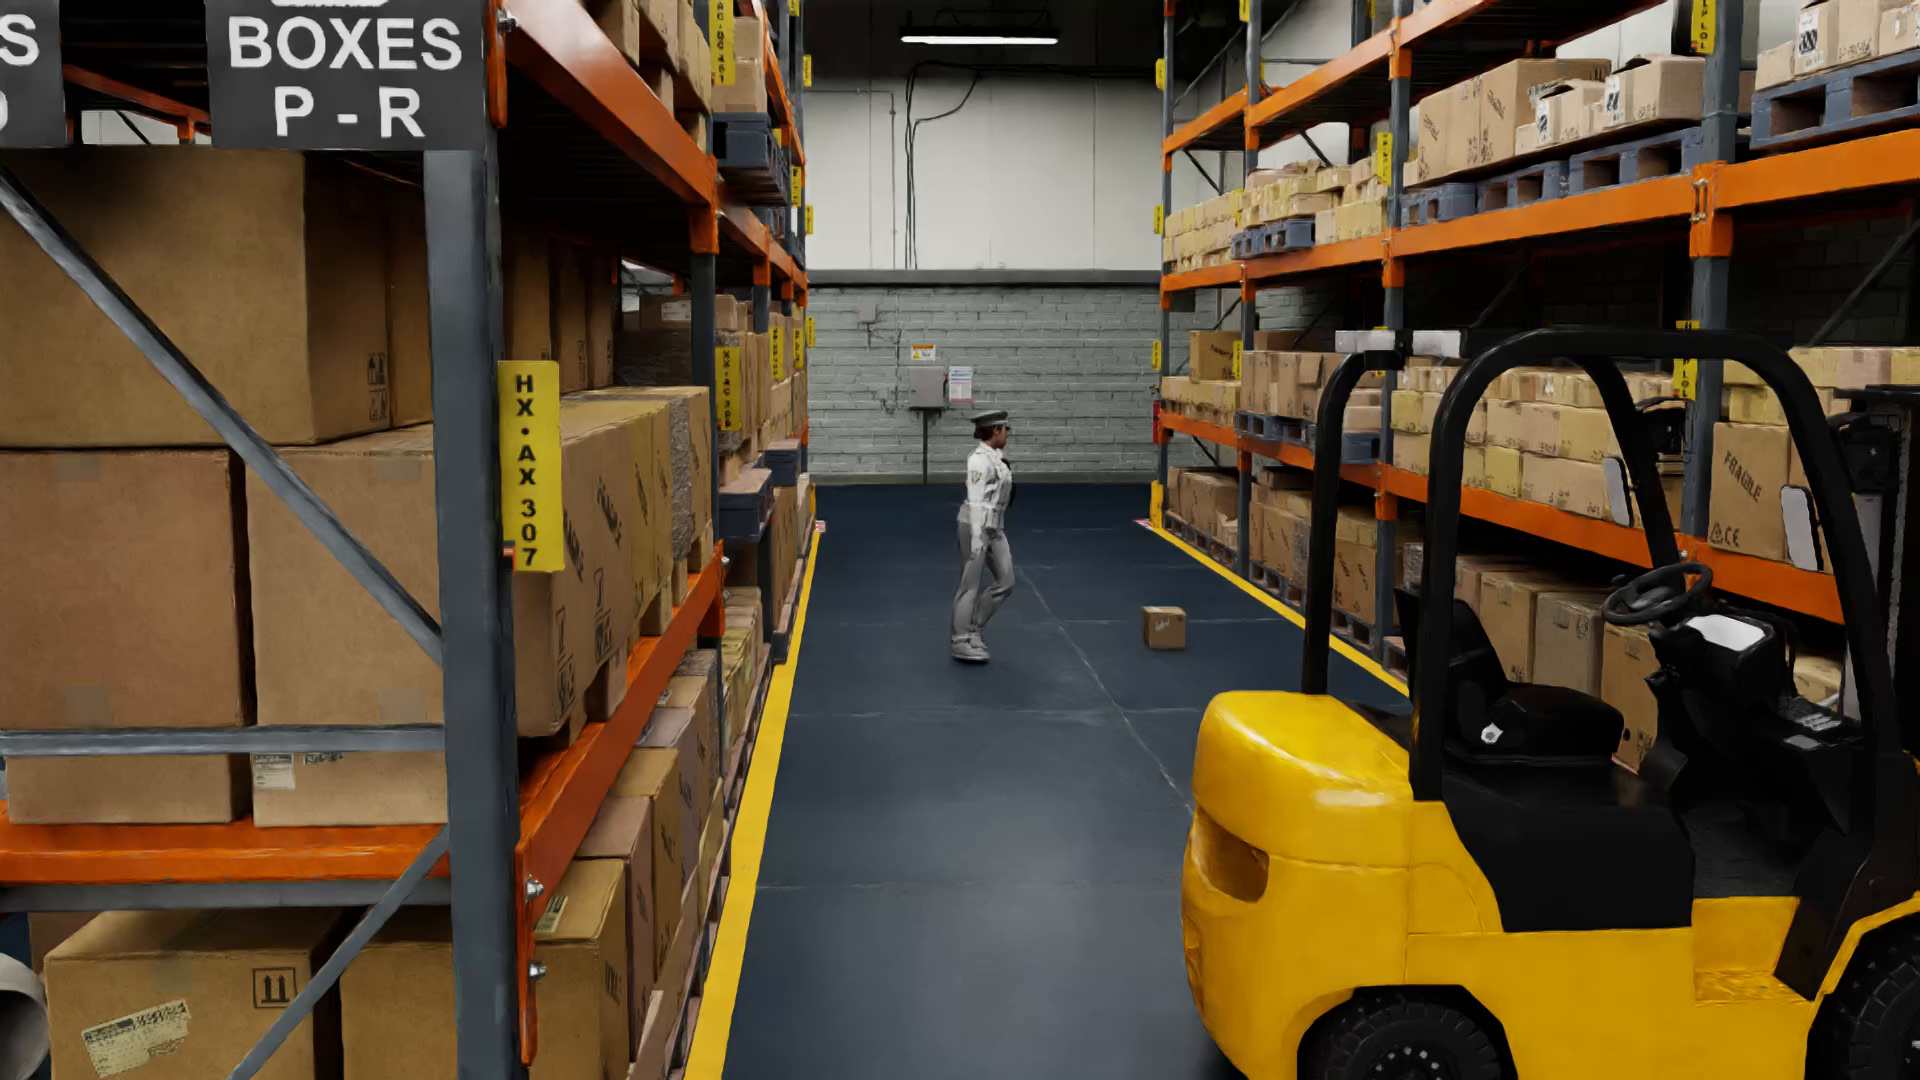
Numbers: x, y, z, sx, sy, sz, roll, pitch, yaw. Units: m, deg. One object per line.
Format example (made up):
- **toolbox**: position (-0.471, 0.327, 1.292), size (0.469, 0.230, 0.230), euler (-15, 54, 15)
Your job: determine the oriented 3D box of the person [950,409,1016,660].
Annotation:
- **person**: position (0.166, -0.048, 11.132), size (0.390, 1.639, 0.605), euler (3, 8, 22)
